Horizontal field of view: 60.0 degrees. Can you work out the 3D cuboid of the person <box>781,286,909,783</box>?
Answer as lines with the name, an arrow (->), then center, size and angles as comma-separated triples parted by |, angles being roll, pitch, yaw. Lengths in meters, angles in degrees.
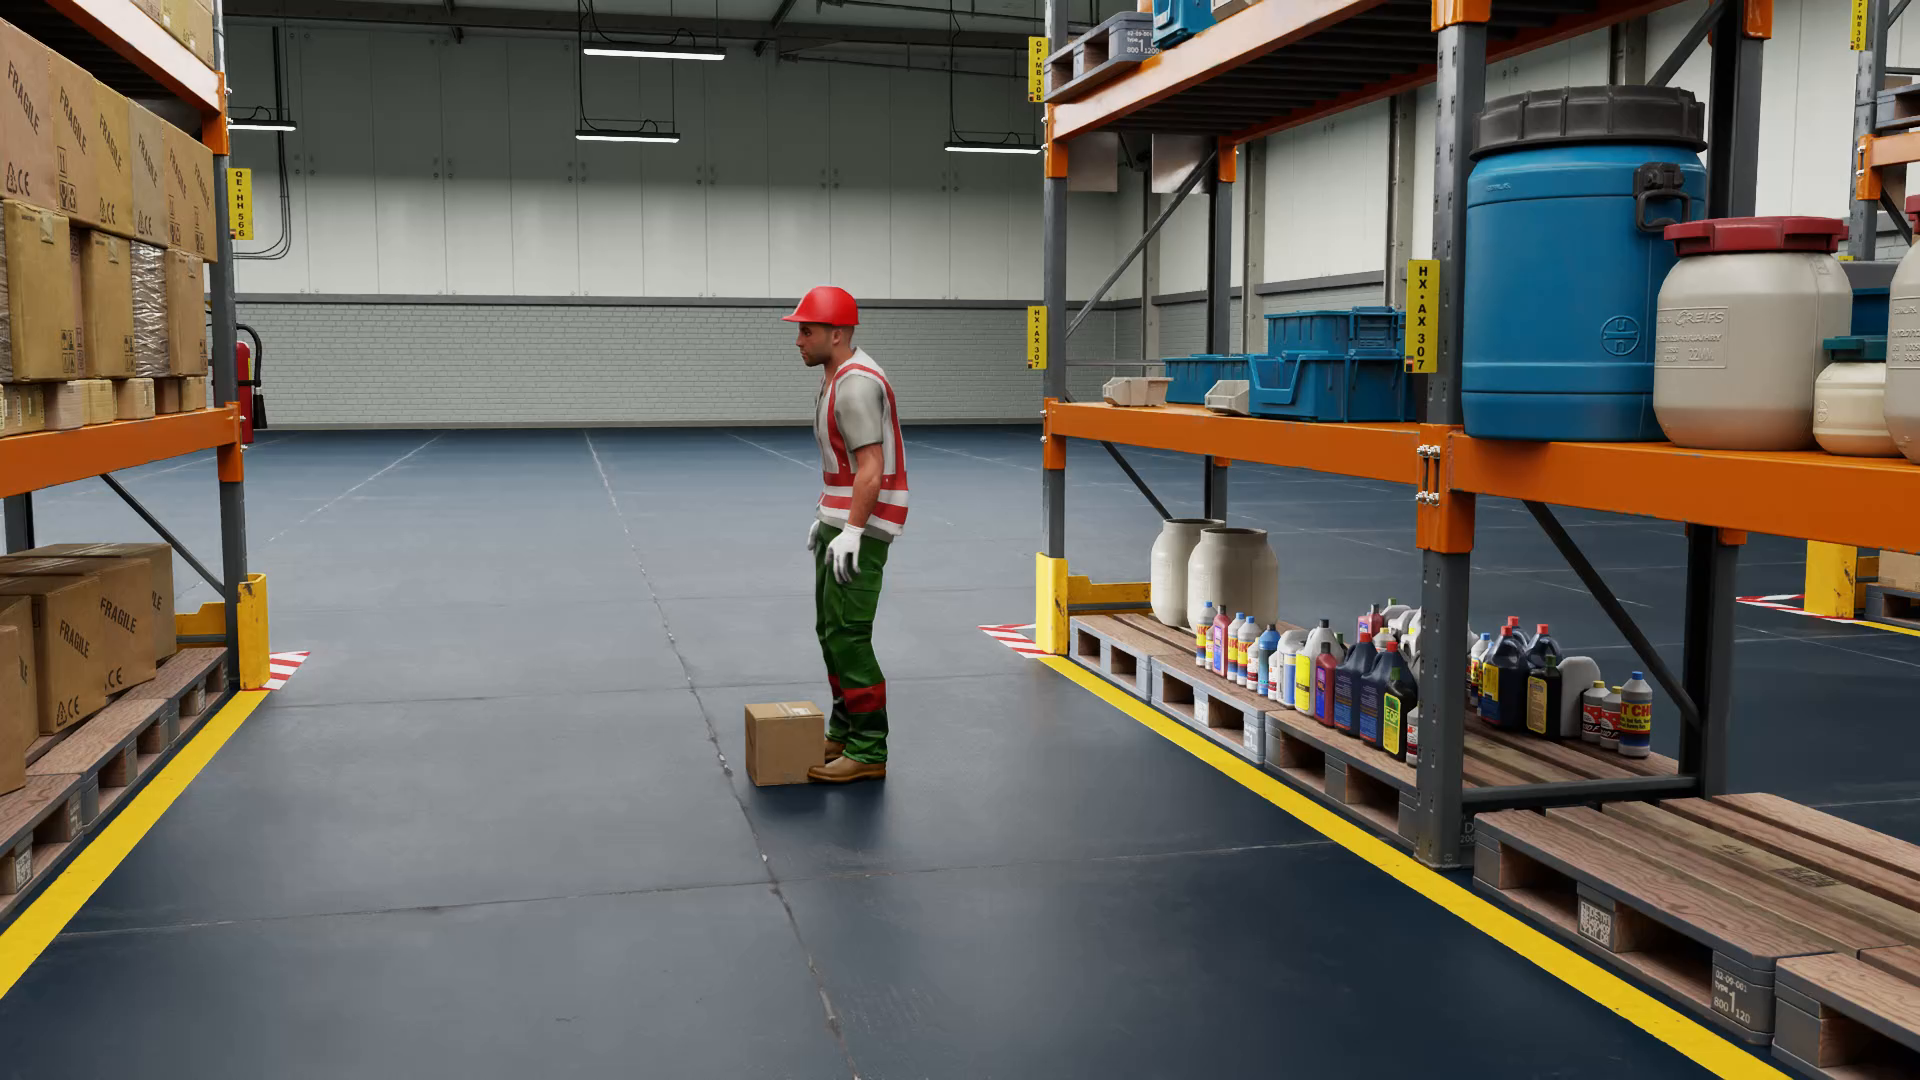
person -> -0.424, -0.026, 6.061 | 0.448, 1.780, 0.609 | -1, 6, -13
